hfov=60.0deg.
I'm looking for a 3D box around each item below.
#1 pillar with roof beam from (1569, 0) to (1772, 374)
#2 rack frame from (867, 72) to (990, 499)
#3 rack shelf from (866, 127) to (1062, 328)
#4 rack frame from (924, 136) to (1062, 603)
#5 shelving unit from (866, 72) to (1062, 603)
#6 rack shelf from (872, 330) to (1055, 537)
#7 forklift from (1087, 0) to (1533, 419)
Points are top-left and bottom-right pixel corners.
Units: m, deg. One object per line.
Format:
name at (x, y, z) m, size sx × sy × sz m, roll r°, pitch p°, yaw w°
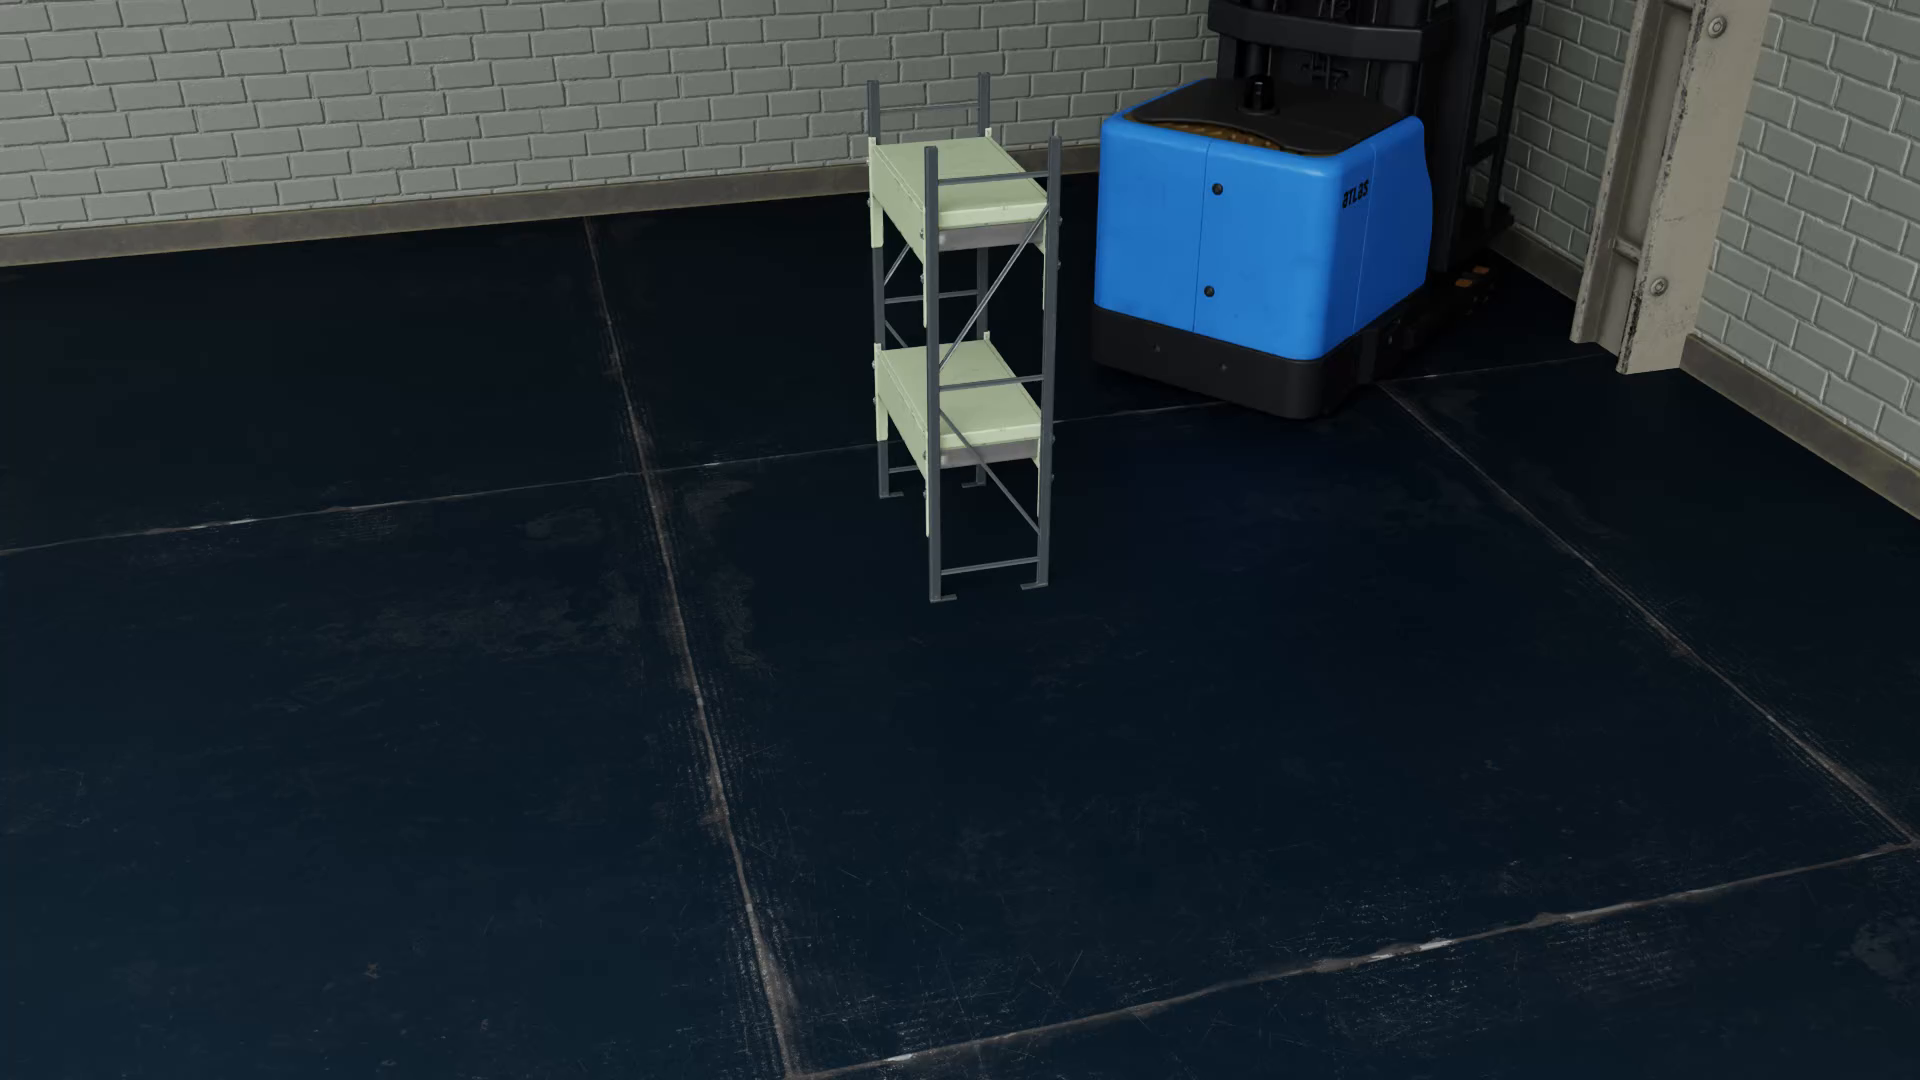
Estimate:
pillar with roof beam at (-1.288, -4.129, 3.901) m, size 9.100 × 9.000 × 0.400 m, roll -8°, pitch 31°, yaw -13°
rack frame at (-0.099, -0.829, 5.685) m, size 0.400 × 1.500 × 0.023 m, roll -8°, pitch 31°, yaw -13°
rack shelf at (-0.002, -0.990, 5.184) m, size 0.431 × 0.370 × 0.720 m, roll -8°, pitch 31°, yaw -13°
rack frame at (0.095, -0.476, 5.074) m, size 0.400 × 1.500 × 0.023 m, roll -8°, pitch 31°, yaw -13°
shelving unit at (-0.002, -0.652, 5.380) m, size 0.431 × 1.500 × 0.755 m, roll -8°, pitch 31°, yaw -13°
rack shelf at (-0.002, -0.370, 5.543) m, size 0.431 × 0.370 × 0.720 m, roll -8°, pitch 31°, yaw -13°
forklift at (1.819, -2.414, 6.995) m, size 1.130 × 2.935 × 3.031 m, roll 21°, pitch 36°, yaw 31°
